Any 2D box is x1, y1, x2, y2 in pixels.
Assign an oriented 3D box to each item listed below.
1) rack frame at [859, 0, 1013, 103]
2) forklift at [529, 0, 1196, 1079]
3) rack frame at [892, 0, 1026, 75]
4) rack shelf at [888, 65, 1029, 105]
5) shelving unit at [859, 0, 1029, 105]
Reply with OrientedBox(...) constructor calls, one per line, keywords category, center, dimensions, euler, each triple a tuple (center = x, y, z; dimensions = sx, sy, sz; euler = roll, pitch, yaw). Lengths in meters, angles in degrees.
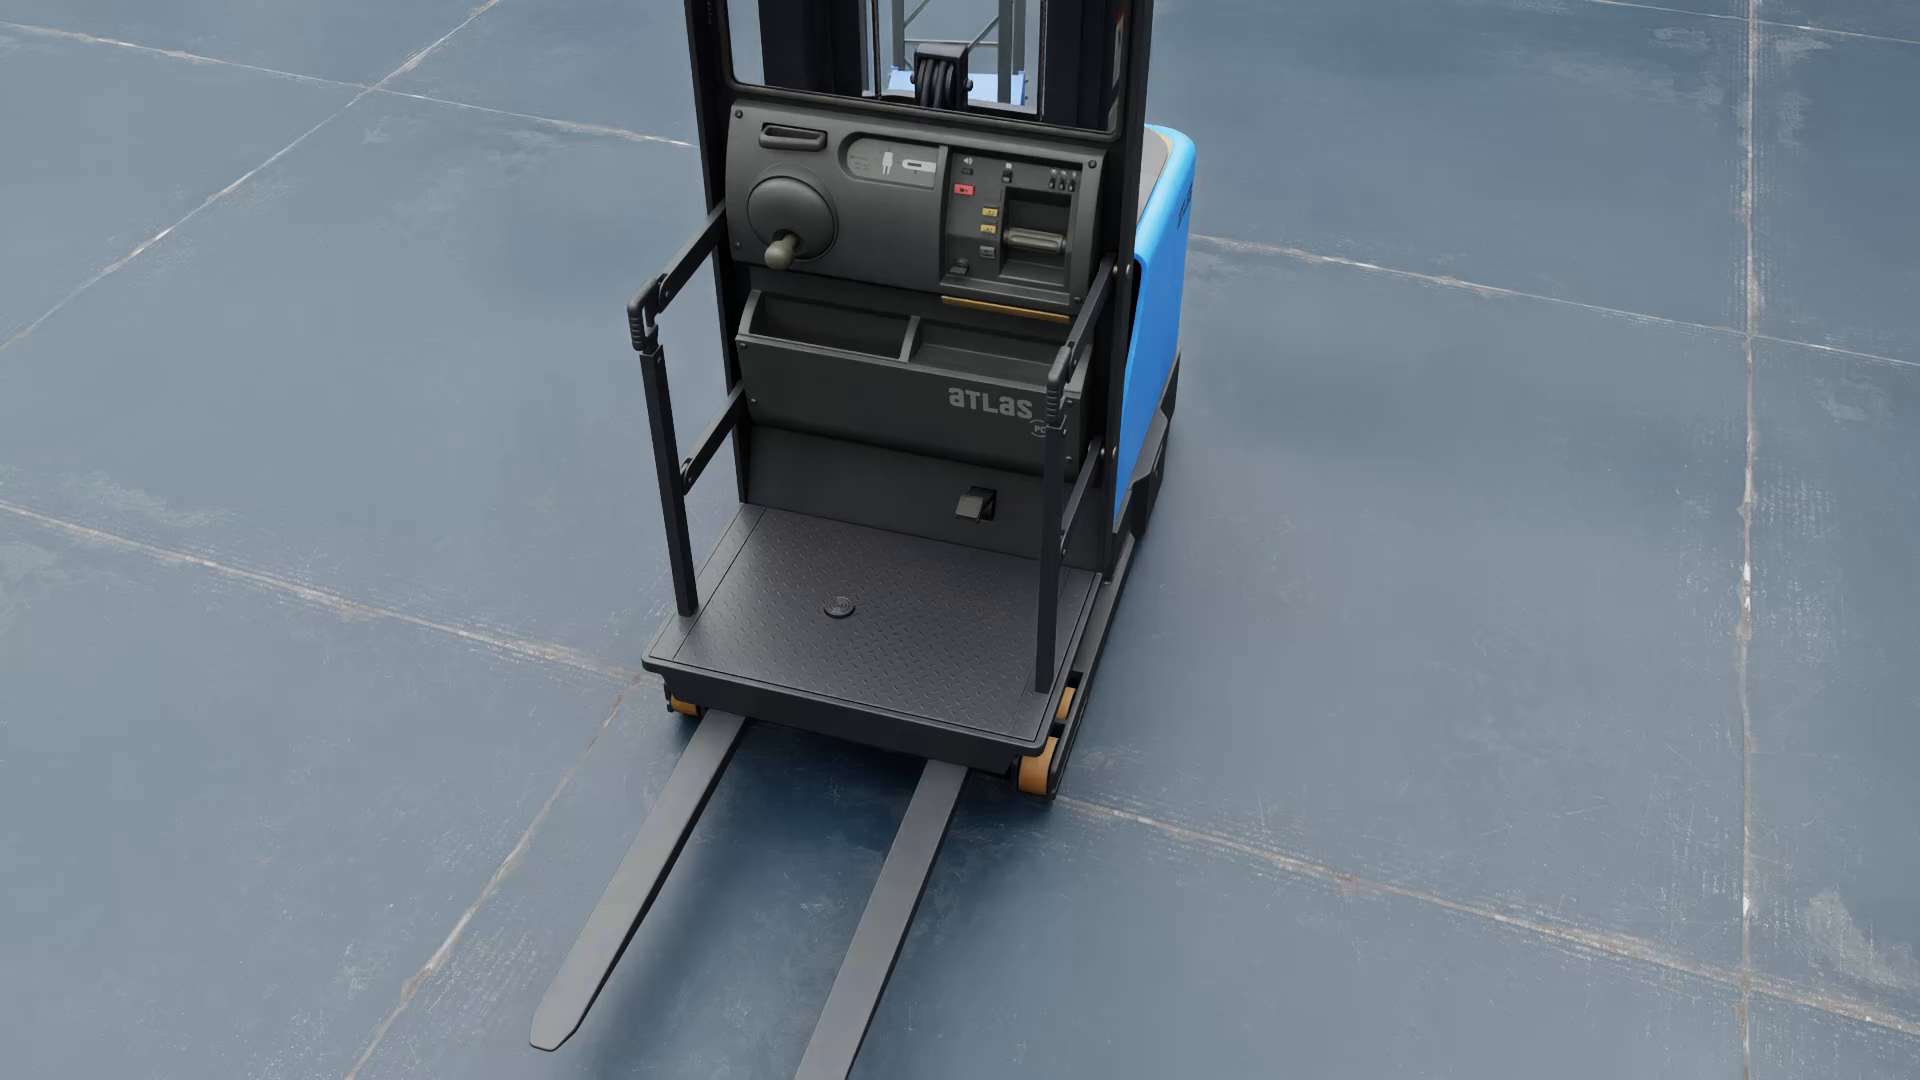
OrientedBox(category="rack frame", center=(-0.085, -1.221, 5.525), dimensions=(0.500, 1.500, 0.032), euler=(3, 41, 3))
OrientedBox(category="forklift", center=(-0.182, -0.725, 3.841), dimensions=(1.130, 2.935, 3.031), euler=(11, 42, 13))
OrientedBox(category="rack frame", center=(-0.004, -1.879, 6.296), dimensions=(0.500, 1.500, 0.032), euler=(3, 41, 3))
OrientedBox(category="rack shelf", center=(-0.044, -1.413, 6.028), dimensions=(0.538, 0.185, 1.000), euler=(3, 41, 3))
OrientedBox(category="shelving unit", center=(-0.044, -1.550, 5.911), dimensions=(0.538, 1.500, 1.048), euler=(3, 41, 3))
